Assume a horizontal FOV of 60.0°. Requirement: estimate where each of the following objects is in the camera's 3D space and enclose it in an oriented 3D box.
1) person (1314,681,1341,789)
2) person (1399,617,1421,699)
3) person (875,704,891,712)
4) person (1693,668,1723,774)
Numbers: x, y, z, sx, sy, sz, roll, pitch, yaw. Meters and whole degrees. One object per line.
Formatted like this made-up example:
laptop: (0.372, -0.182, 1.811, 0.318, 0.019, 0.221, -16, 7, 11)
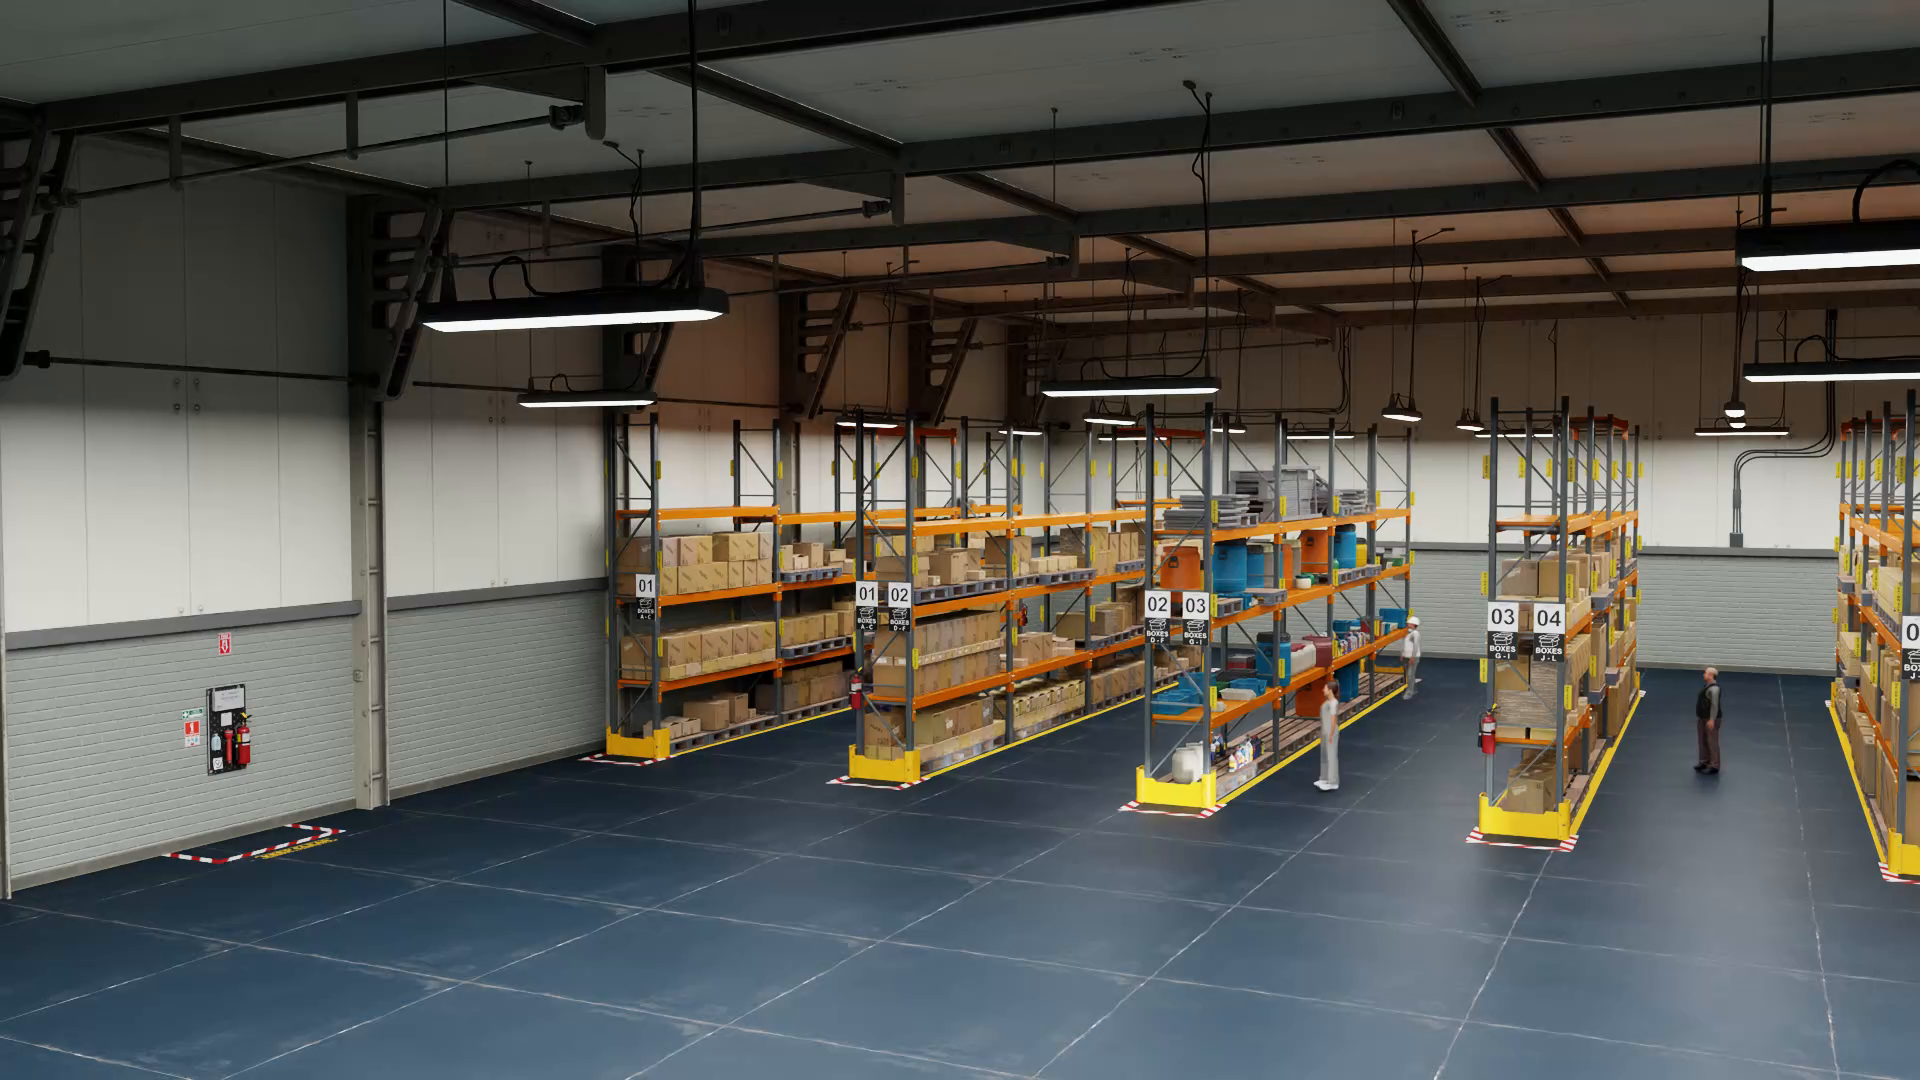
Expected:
person: (5.784, 3.057, 26.140, 0.390, 1.675, 0.489, 0, 2, -7)
person: (9.872, 2.586, 36.566, 0.585, 1.787, 0.558, -1, 3, -19)
person: (-1.482, 2.745, 33.951, 0.454, 1.643, 0.480, -1, 3, -26)
person: (12.403, 2.974, 27.528, 0.391, 1.729, 0.564, 0, 2, -3)
